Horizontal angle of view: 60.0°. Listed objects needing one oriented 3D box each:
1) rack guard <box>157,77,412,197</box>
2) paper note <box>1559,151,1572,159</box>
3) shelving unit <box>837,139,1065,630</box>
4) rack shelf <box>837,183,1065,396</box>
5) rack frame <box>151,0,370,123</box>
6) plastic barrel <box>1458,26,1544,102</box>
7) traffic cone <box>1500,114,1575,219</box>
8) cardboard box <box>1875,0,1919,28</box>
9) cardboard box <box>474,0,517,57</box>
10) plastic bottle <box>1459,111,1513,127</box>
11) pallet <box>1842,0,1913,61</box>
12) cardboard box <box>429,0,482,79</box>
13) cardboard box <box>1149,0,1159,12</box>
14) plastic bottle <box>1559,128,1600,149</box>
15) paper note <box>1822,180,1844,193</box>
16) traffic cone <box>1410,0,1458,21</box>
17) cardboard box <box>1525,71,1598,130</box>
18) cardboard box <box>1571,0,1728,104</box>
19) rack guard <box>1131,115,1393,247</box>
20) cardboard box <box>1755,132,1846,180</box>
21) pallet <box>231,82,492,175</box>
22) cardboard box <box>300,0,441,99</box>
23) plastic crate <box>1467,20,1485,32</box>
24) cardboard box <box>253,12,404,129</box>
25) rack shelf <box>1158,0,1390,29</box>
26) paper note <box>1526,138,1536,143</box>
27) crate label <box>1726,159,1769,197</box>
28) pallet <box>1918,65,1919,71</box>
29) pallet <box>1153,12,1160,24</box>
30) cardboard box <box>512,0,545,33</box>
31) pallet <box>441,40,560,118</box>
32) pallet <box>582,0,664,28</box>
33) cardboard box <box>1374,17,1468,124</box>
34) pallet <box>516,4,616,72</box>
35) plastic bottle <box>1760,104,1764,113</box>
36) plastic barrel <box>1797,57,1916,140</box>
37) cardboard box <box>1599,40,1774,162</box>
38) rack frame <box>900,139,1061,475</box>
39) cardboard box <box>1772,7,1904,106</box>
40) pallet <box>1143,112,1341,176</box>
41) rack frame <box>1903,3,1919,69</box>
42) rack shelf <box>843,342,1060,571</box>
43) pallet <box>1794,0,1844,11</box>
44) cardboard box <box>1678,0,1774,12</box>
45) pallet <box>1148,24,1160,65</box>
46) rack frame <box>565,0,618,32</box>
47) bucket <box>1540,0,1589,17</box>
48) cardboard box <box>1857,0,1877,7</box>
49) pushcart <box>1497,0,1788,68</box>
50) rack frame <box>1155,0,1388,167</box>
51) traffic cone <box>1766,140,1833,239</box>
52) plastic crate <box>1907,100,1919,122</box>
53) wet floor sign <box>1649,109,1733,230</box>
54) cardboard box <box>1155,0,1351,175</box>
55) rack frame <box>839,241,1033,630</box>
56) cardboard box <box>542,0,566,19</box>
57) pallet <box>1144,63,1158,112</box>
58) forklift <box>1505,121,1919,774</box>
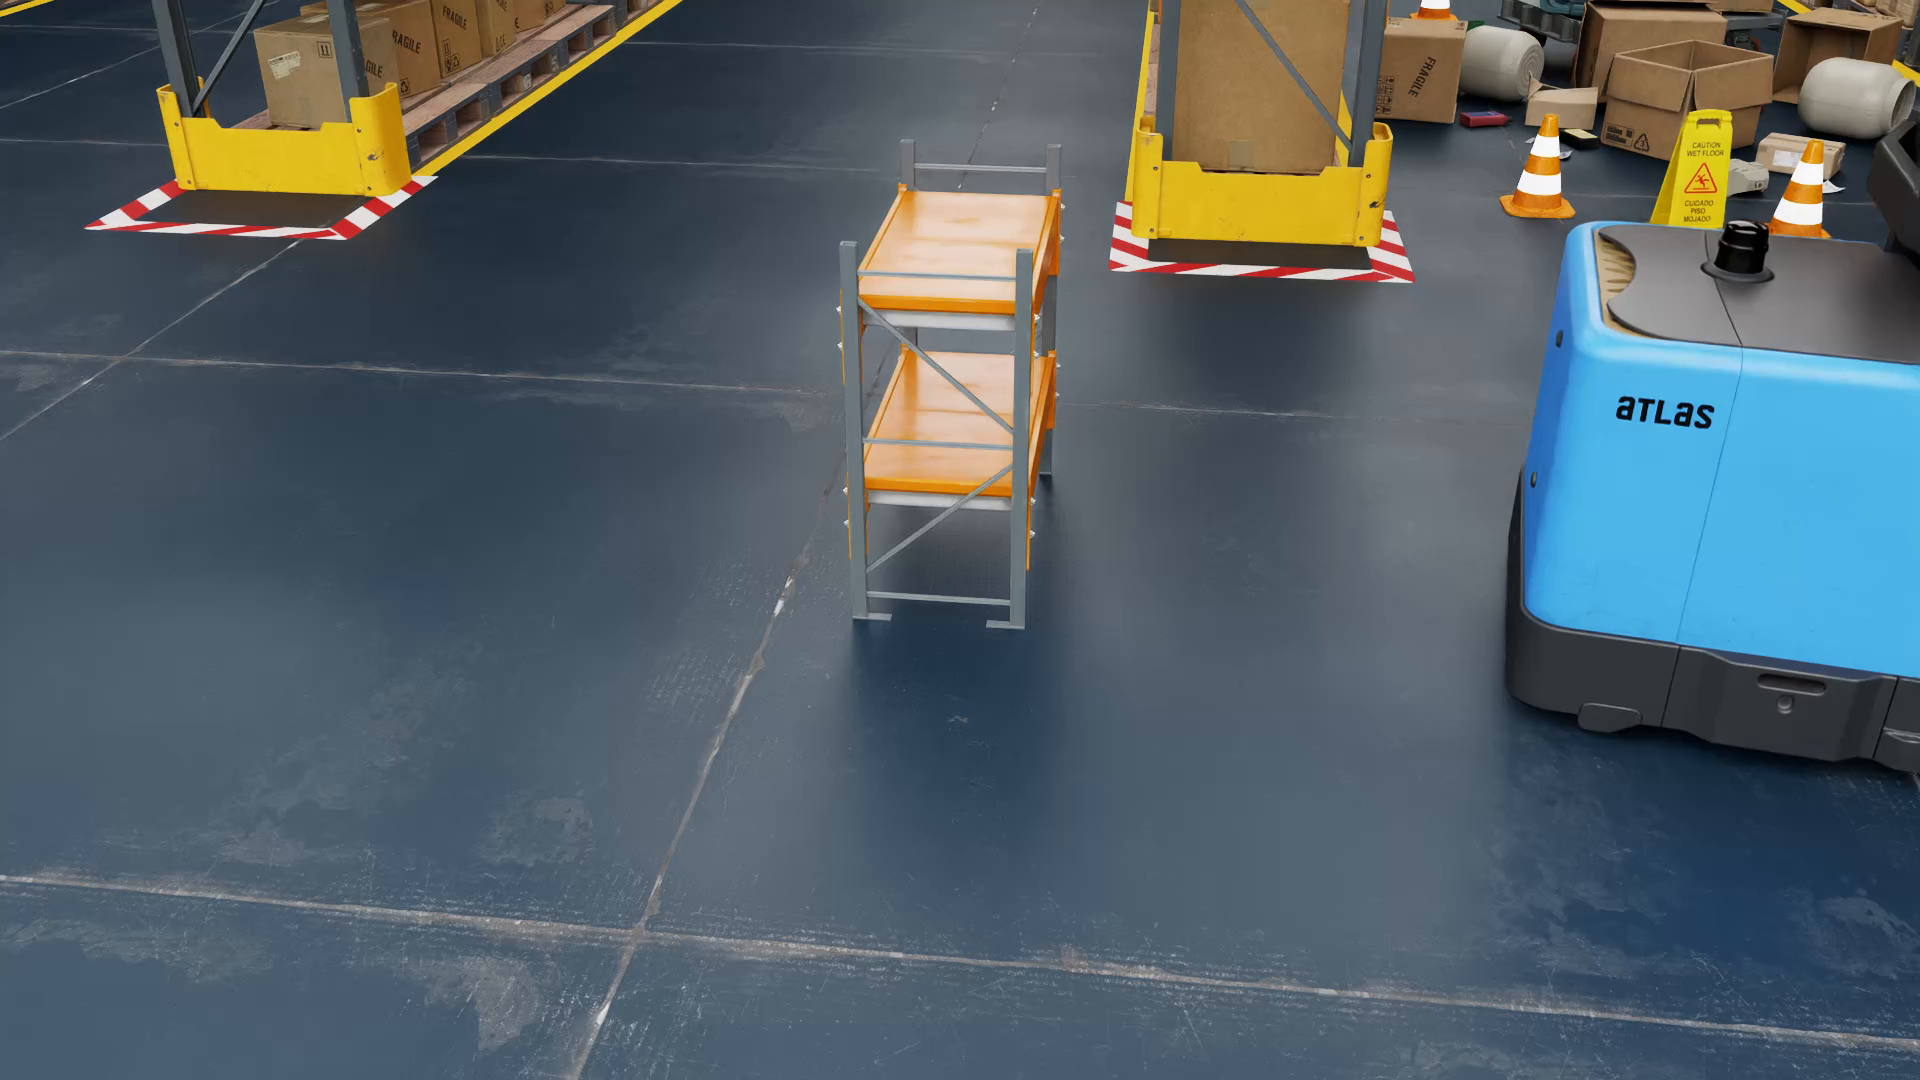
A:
[{"bbox_3d":[-3.482,-2.090,8.602,1.175,0.500,0.348,3,28,6],"label":"rack guard"},{"bbox_3d":[3.290,-2.131,9.175,0.144,0.017,0.142,14,31,24],"label":"paper note"},{"bbox_3d":[0.001,-0.498,4.989,0.538,1.125,1.048,3,28,6],"label":"shelving unit"},{"bbox_3d":[0.001,-0.756,4.850,0.538,0.278,1.000,3,28,6],"label":"rack shelf"},{"bbox_3d":[-3.492,-3.155,7.943,1.000,3.000,0.127,3,28,6],"label":"rack frame"},{"bbox_3d":[3.292,-2.944,10.269,0.421,0.421,0.512,-24,36,-37],"label":"plastic barrel"},{"bbox_3d":[2.893,-1.870,8.232,0.336,0.463,0.334,3,28,6],"label":"traffic cone"},{"bbox_3d":[6.895,-3.737,11.351,0.950,0.372,0.625,4,29,7],"label":"cardboard box"},{"bbox_3d":[-3.151,-3.369,10.534,0.500,0.500,0.500,1,28,2],"label":"cardboard box"},{"bbox_3d":[3.100,-2.478,9.785,0.283,0.061,0.133,-6,29,-11],"label":"plastic bottle"},{"bbox_3d":[6.928,-3.601,11.711,1.003,0.211,1.213,3,28,6],"label":"pallet"},{"bbox_3d":[-3.264,-3.109,10.051,0.500,0.500,0.500,6,29,11],"label":"cardboard box"},{"bbox_3d":[1.895,-4.194,11.801,1.050,0.750,0.750,3,28,6],"label":"cardboard box"},{"bbox_3d":[3.491,-2.280,9.419,0.133,0.061,0.283,-6,29,-11],"label":"plastic bottle"},{"bbox_3d":[4.484,-1.832,8.619,0.148,0.019,0.142,-6,29,-11],"label":"paper note"},{"bbox_3d":[3.572,-4.128,12.425,0.336,0.463,0.334,3,28,6],"label":"traffic cone"},{"bbox_3d":[3.526,-2.582,9.763,0.396,0.266,0.258,8,29,15],"label":"cardboard box"},{"bbox_3d":[4.153,-2.954,10.060,0.797,0.637,0.503,3,28,6],"label":"cardboard box"},{"bbox_3d":[1.416,-1.707,7.892,1.175,0.500,0.348,3,28,6],"label":"rack guard"},{"bbox_3d":[4.499,-2.058,8.913,0.380,0.149,0.250,20,34,32],"label":"cardboard box"},{"bbox_3d":[-3.348,-2.343,9.377,1.003,0.211,1.213,3,28,6],"label":"pallet"},{"bbox_3d":[-3.359,-2.816,9.506,0.500,0.500,0.500,11,30,19],"label":"cardboard box"},{"bbox_3d":[3.187,-3.331,11.175,0.450,0.188,0.662,9,28,37],"label":"plastic crate"},{"bbox_3d":[-3.399,-2.532,8.980,0.500,0.500,0.500,9,30,16],"label":"cardboard box"},{"bbox_3d":[1.664,-3.444,9.238,1.077,0.370,4.000,3,28,6],"label":"rack shelf"},{"bbox_3d":[3.252,-2.275,9.463,0.032,0.001,0.123,20,34,32],"label":"paper note"},{"bbox_3d":[4.007,-1.874,8.584,0.250,0.136,0.298,-11,30,-20],"label":"crate label"},{"bbox_3d":[6.786,-2.916,10.440,1.003,0.211,1.213,3,28,6],"label":"pallet"},{"bbox_3d":[1.928,-3.842,12.158,1.003,0.211,1.213,3,28,6],"label":"pallet"},{"bbox_3d":[-3.153,-3.666,11.085,0.500,0.500,0.500,13,31,22],"label":"cardboard box"},{"bbox_3d":[-3.196,-2.916,10.440,1.003,0.211,1.213,3,28,6],"label":"pallet"},{"bbox_3d":[-2.908,-4.177,12.780,1.003,0.211,1.213,3,28,6],"label":"pallet"},{"bbox_3d":[2.737,-2.812,9.940,0.500,0.500,0.500,8,29,15],"label":"cardboard box"},{"bbox_3d":[-3.049,-3.492,11.509,1.003,0.211,1.213,3,28,6],"label":"pallet"},{"bbox_3d":[4.814,-2.670,10.141,0.133,0.061,0.283,8,29,15],"label":"plastic bottle"},{"bbox_3d":[5.094,-2.505,9.453,0.421,0.421,0.512,-24,36,-37],"label":"plastic barrel"},{"bbox_3d":[4.046,-2.454,9.274,0.797,0.503,0.637,-17,33,-29],"label":"cardboard box"},{"bbox_3d":[0.063,-0.738,5.433,0.500,1.125,0.032,3,28,6],"label":"rack frame"},{"bbox_3d":[5.352,-2.937,10.172,0.500,0.500,0.500,-24,36,-37],"label":"cardboard box"},{"bbox_3d":[1.439,-1.972,8.688,1.003,0.211,1.213,3,28,6],"label":"pallet"},{"bbox_3d":[6.834,-4.462,10.369,1.000,3.000,0.127,3,28,6],"label":"rack frame"},{"bbox_3d":[0.001,-0.283,5.105,0.538,0.278,1.000,3,28,6],"label":"rack shelf"},{"bbox_3d":[7.075,-4.177,12.780,1.003,0.211,1.213,3,28,6],"label":"pallet"},{"bbox_3d":[5.063,-3.784,10.948,0.500,0.500,0.500,3,28,6],"label":"cardboard box"},{"bbox_3d":[1.738,-3.121,10.820,1.003,0.211,1.213,3,28,6],"label":"pallet"},{"bbox_3d":[-3.002,-5.038,11.438,1.000,3.000,0.127,3,28,6],"label":"rack frame"},{"bbox_3d":[4.180,-3.732,10.863,0.726,0.611,0.620,14,21,24],"label":"bucket"},{"bbox_3d":[6.980,-4.075,11.980,0.950,0.372,0.625,5,29,9],"label":"cardboard box"},{"bbox_3d":[4.565,-3.416,11.193,1.648,0.377,0.936,-6,29,-11],"label":"pushcart"},{"bbox_3d":[1.418,-2.819,7.320,1.000,3.000,0.127,3,28,6],"label":"rack frame"},{"bbox_3d":[3.973,-1.644,7.813,0.336,0.463,0.334,3,28,6],"label":"traffic cone"},{"bbox_3d":[5.827,-2.485,9.778,0.402,0.080,0.583,-6,29,-11],"label":"plastic crate"},{"bbox_3d":[3.380,-1.654,7.639,0.267,0.644,0.232,-1,28,-3],"label":"wet floor sign"},{"bbox_3d":[1.436,-2.391,8.324,0.875,0.875,0.875,4,29,6],"label":"cardboard box"},{"bbox_3d":[-0.061,-0.259,4.545,0.500,1.125,0.032,3,28,6],"label":"rack frame"},{"bbox_3d":[-3.090,-3.936,11.586,0.500,0.500,0.500,3,28,5],"label":"cardboard box"},{"bbox_3d":[1.591,-2.545,9.751,1.003,0.211,1.213,3,28,6],"label":"pallet"},{"bbox_3d":[3.015,-0.835,3.710,3.031,2.935,1.130,8,29,15],"label":"forklift"}]
